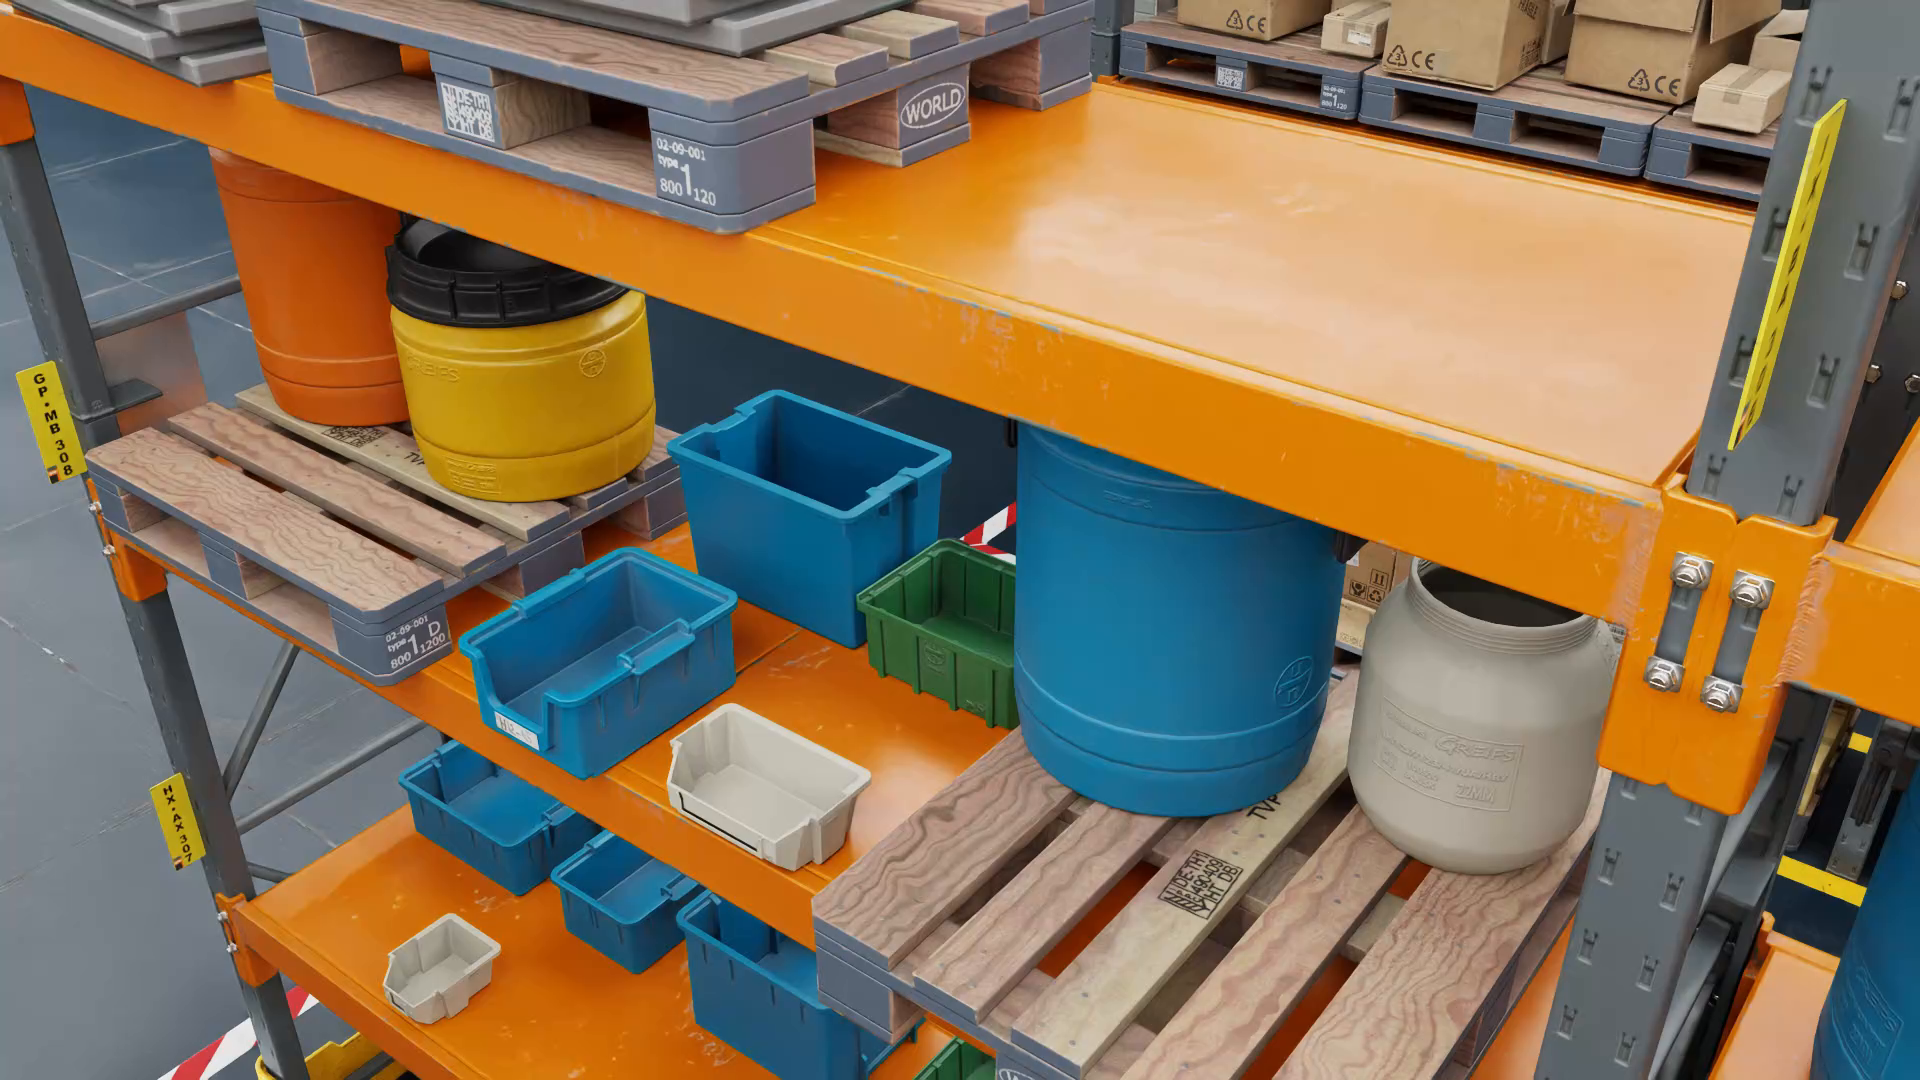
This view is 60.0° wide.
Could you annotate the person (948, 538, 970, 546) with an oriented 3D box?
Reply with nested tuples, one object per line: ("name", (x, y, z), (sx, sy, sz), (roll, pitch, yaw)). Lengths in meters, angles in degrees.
("person", (-0.079, 0.706, 6.916), (0.415, 1.651, 0.546), (21, 37, 31))
